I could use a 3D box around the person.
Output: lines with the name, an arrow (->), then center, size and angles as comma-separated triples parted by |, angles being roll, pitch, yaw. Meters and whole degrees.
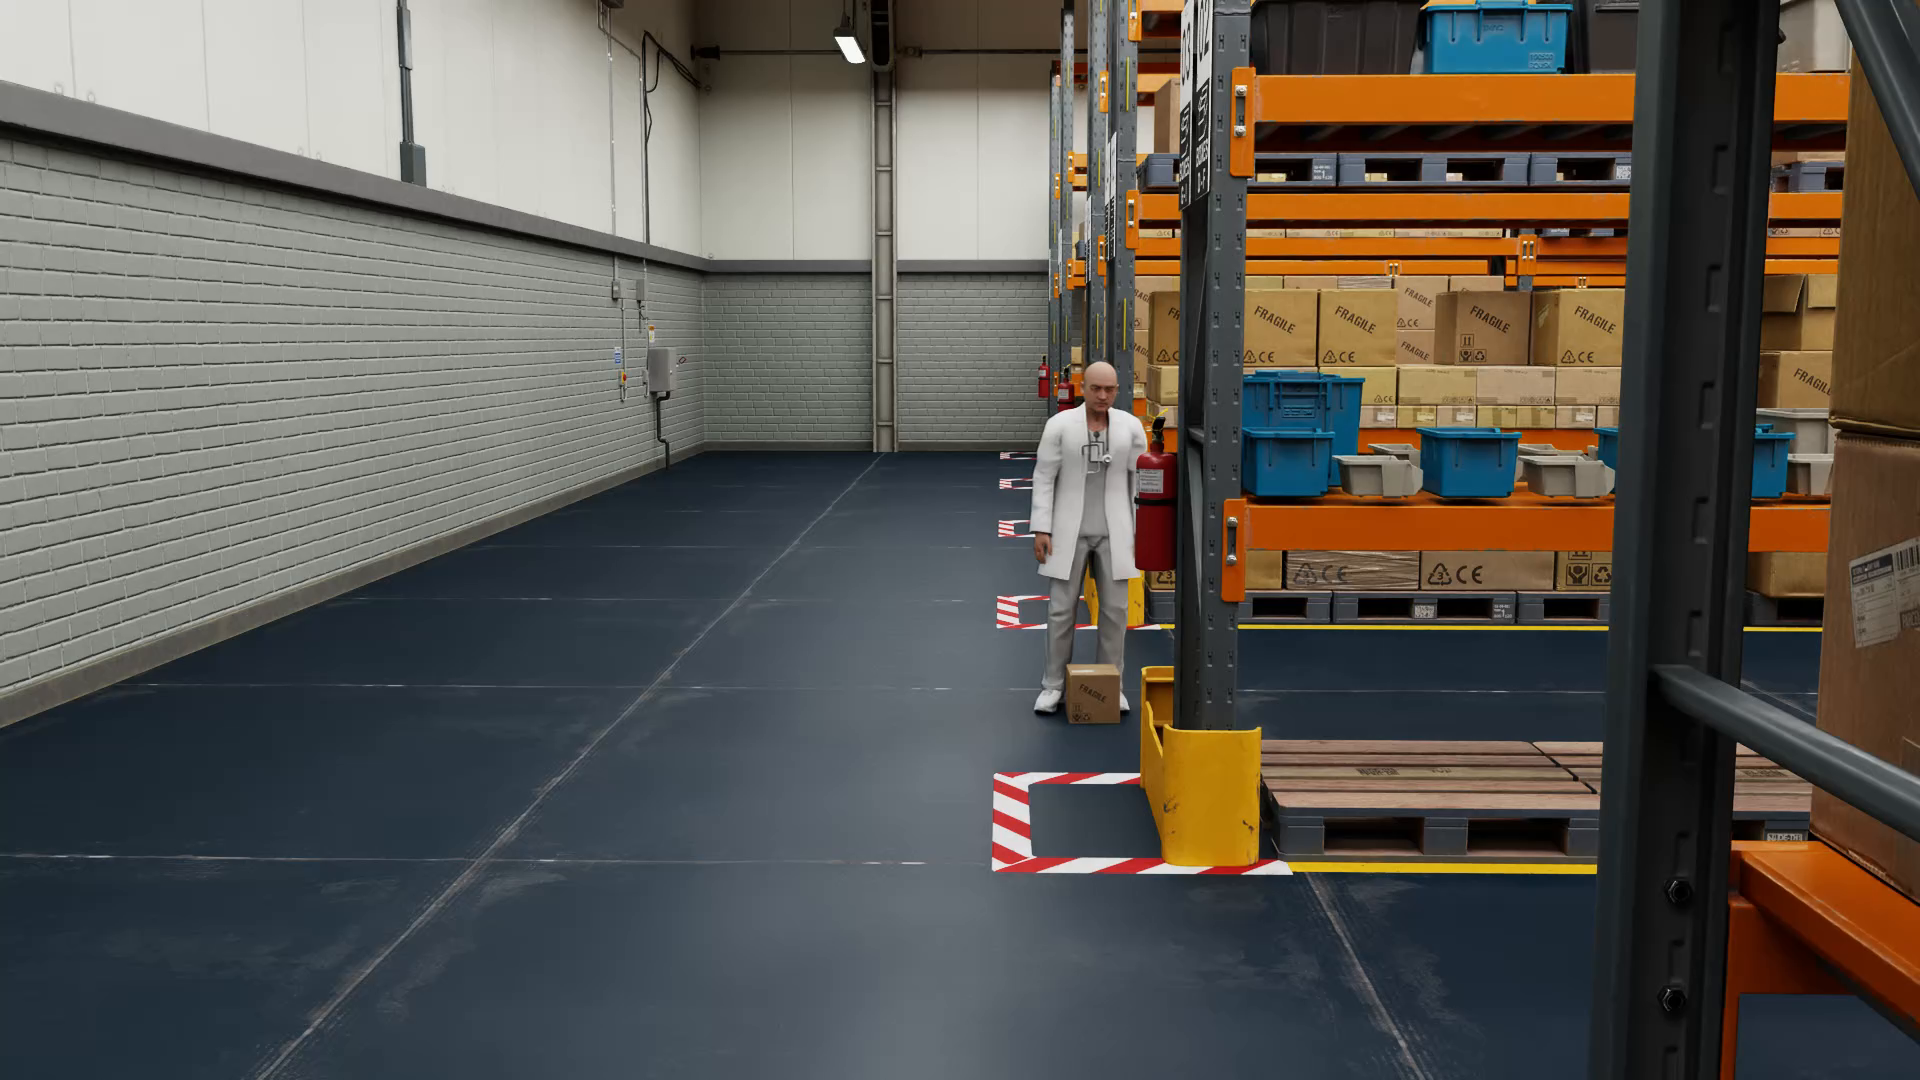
person -> 0.676, -0.018, 8.471 | 0.647, 1.772, 0.429 | 0, 7, -2
